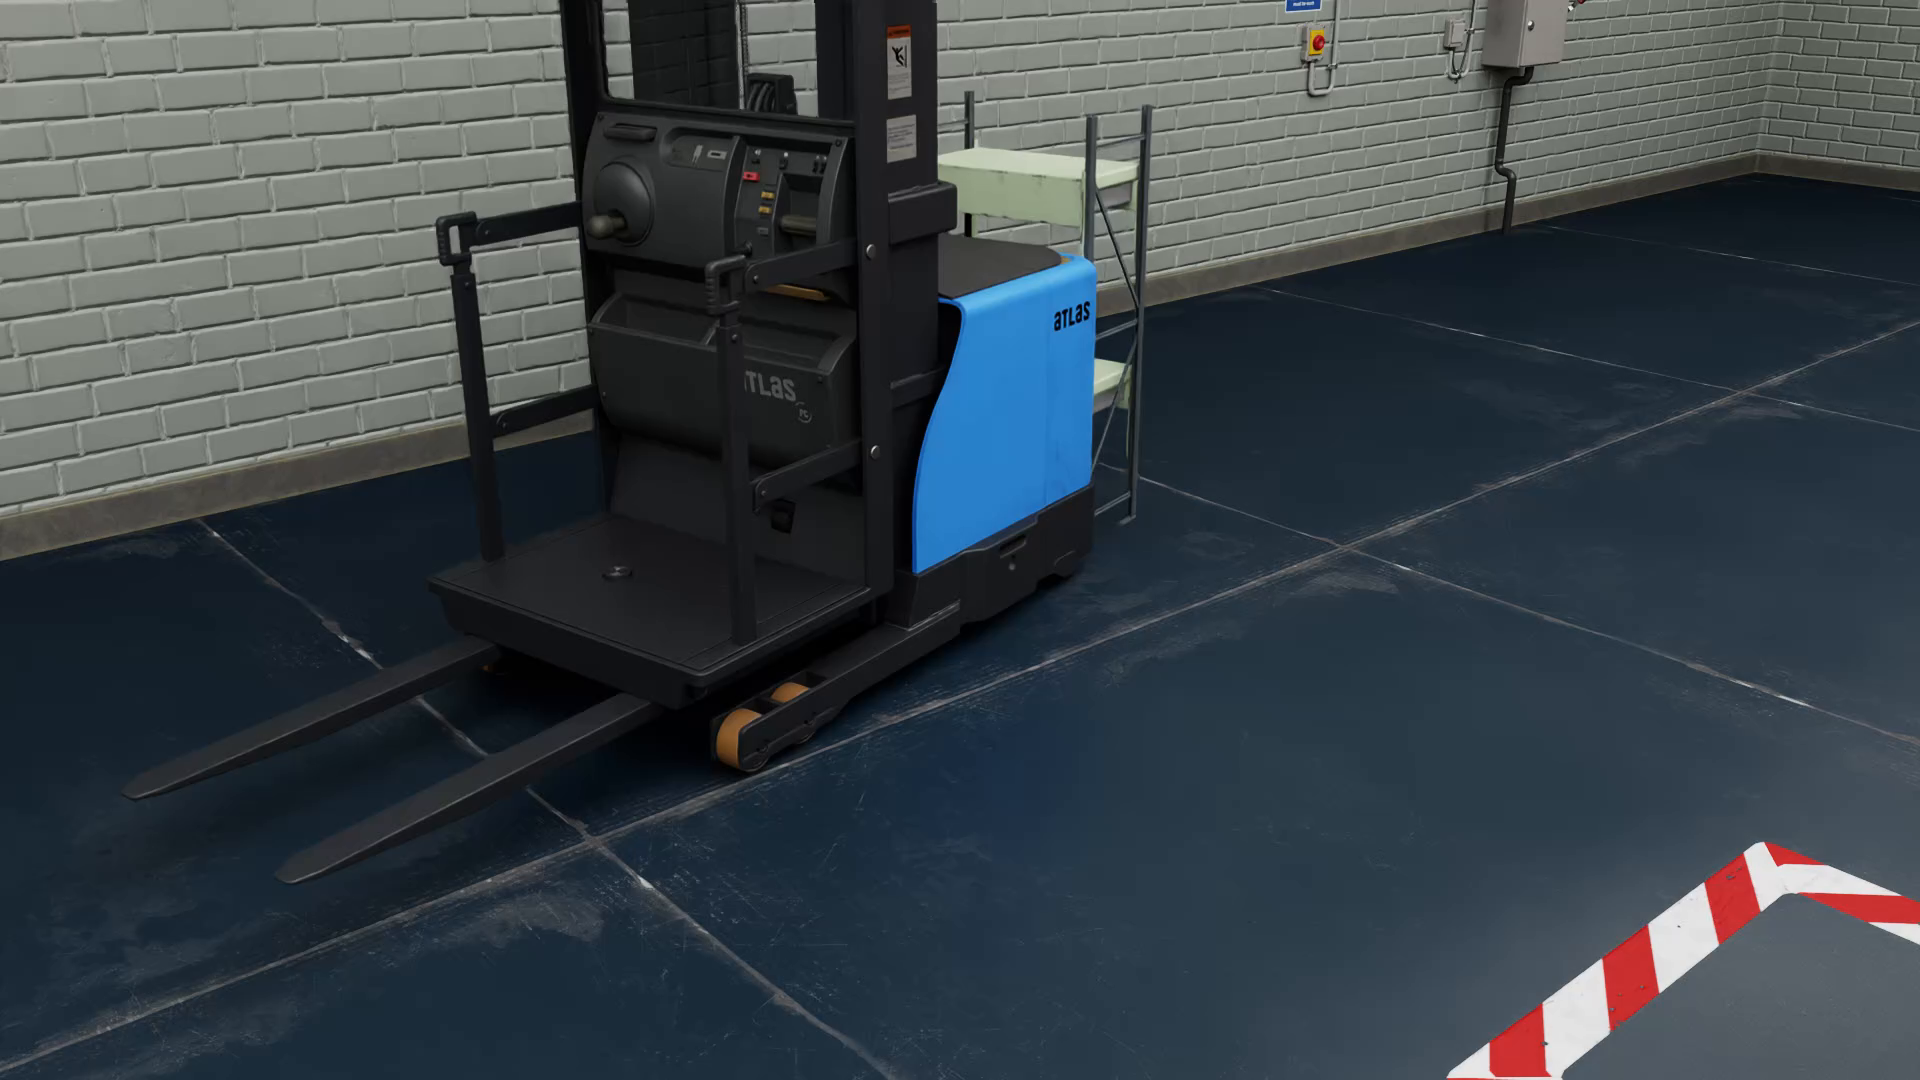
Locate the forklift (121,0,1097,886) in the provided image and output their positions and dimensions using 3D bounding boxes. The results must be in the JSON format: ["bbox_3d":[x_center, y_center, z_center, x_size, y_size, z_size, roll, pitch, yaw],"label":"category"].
[{"bbox_3d":[-0.807,-0.949,4.387,1.130,2.935,3.031,15,26,33],"label":"forklift"}]

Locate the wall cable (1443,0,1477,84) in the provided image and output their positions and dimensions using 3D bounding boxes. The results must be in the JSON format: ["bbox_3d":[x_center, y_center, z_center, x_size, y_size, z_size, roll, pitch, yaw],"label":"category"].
[{"bbox_3d":[3.111,-3.813,10.213,0.588,1.984,0.122,-17,27,-37],"label":"wall cable"}]

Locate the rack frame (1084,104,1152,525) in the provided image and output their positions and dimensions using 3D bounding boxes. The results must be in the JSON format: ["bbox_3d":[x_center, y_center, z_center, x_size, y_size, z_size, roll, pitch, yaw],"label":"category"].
[{"bbox_3d":[0.530,-0.722,5.770,0.023,1.500,0.400,14,26,32],"label":"rack frame"}]

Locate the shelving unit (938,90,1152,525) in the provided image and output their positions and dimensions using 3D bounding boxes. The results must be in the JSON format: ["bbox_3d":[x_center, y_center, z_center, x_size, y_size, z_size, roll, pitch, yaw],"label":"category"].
[{"bbox_3d":[0.231,-0.798,5.966,0.755,1.500,0.431,14,26,32],"label":"shelving unit"}]

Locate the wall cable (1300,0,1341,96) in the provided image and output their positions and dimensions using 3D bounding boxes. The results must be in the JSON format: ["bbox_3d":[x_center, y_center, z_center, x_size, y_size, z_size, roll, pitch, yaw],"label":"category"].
[{"bbox_3d":[2.044,-3.487,9.337,0.585,1.953,0.123,-17,27,-37],"label":"wall cable"}]

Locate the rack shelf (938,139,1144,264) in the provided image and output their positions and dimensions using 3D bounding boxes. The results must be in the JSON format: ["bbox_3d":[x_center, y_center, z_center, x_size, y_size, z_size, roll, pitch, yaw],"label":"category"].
[{"bbox_3d":[0.231,-1.162,5.824,0.720,0.370,0.431,14,26,32],"label":"rack shelf"}]

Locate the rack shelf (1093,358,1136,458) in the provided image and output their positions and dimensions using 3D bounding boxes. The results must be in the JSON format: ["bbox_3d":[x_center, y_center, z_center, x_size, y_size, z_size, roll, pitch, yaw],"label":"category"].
[{"bbox_3d":[0.231,-0.495,6.085,0.720,0.370,0.431,14,26,32],"label":"rack shelf"}]

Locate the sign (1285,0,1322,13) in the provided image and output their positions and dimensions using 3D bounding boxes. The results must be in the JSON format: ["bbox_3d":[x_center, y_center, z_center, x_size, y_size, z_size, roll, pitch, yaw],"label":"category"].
[{"bbox_3d":[1.967,-3.130,9.493,0.327,0.218,0.001,-17,27,-37],"label":"sign"}]

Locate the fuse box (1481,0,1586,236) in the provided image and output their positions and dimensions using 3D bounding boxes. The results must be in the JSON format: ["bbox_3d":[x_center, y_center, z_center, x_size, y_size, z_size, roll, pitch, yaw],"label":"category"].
[{"bbox_3d":[3.731,-2.859,10.937,0.539,1.711,0.414,-17,27,-37],"label":"fuse box"}]

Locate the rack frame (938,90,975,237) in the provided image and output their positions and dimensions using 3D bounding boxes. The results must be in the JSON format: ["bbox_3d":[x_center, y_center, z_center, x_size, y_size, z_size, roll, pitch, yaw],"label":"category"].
[{"bbox_3d":[-0.069,-0.875,6.162,0.023,1.500,0.400,14,26,32],"label":"rack frame"}]
